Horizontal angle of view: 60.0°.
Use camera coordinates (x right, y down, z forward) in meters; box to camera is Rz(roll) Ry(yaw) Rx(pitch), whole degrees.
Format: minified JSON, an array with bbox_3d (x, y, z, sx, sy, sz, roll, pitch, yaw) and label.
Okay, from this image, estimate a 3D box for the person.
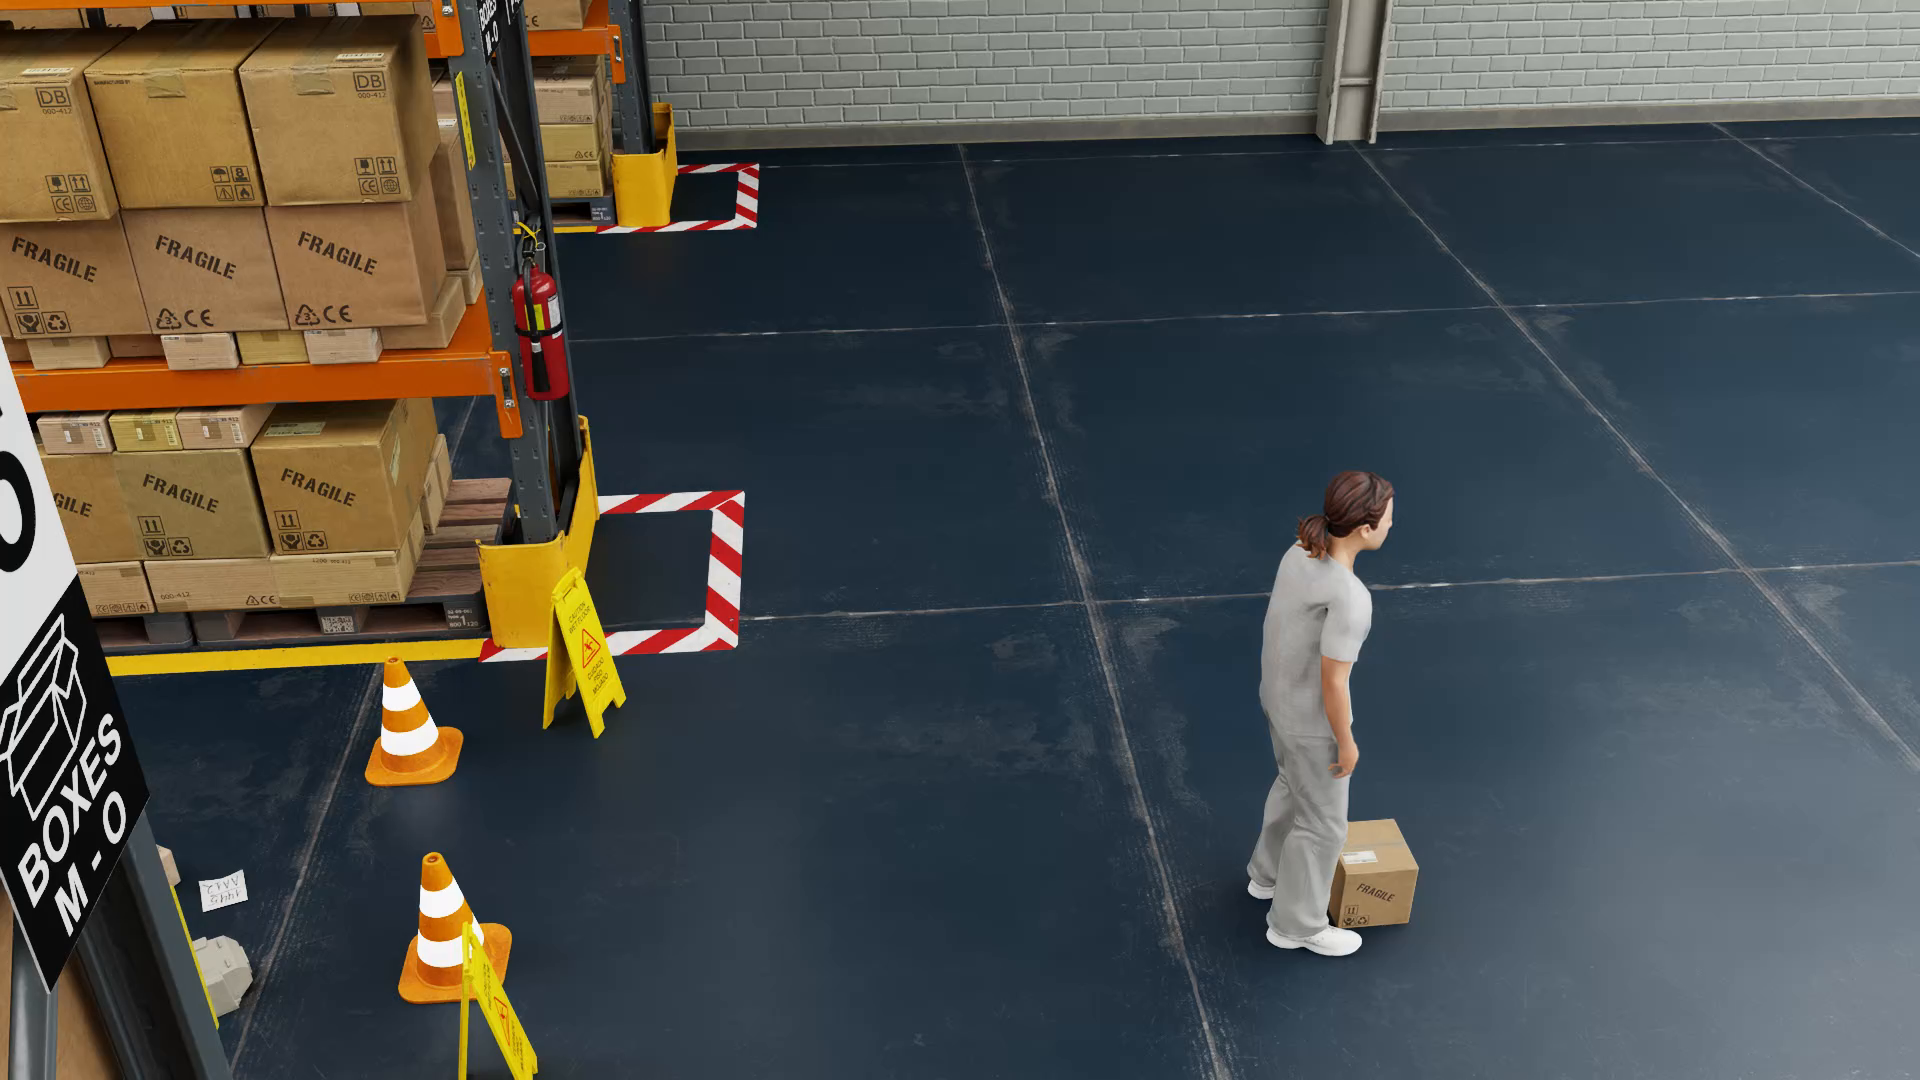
[{"bbox_3d":[1.130,0.540,5.246,0.364,1.671,0.506,-4,32,-7],"label":"person"}]
